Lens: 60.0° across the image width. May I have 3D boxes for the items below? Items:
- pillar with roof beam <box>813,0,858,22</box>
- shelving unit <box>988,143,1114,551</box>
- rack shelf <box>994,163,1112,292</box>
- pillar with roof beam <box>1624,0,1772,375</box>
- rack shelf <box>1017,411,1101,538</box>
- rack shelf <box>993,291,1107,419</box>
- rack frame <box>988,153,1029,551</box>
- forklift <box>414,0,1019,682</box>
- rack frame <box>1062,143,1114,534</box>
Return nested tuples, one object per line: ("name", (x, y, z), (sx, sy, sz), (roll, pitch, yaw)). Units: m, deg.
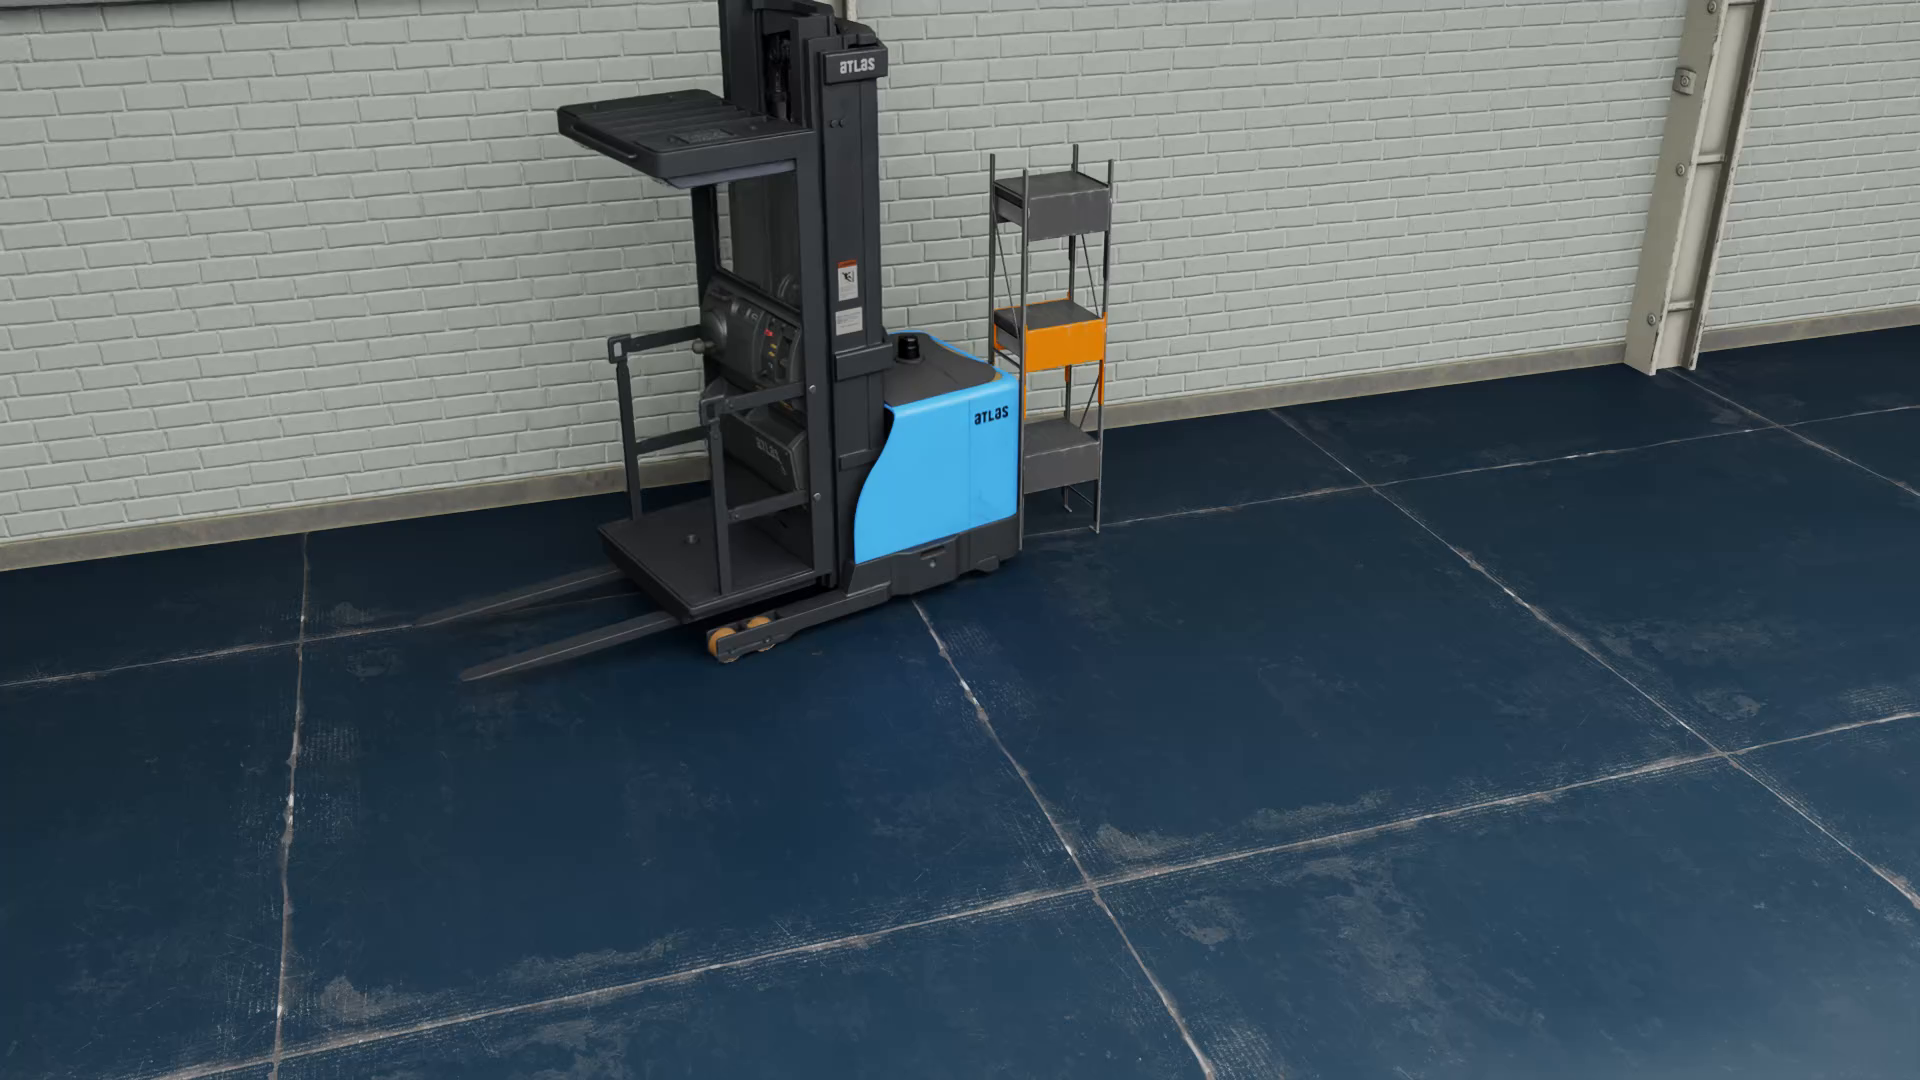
("pillar with roof beam", (0.556, -2.620, 4.407), (0.400, 9.000, 9.100), (-8, 28, -16))
("shelving unit", (0.466, -1.009, 8.922), (0.503, 2.100, 0.431), (-12, 29, -23))
("rack shelf", (0.466, -1.624, 8.616), (0.480, 0.518, 0.431), (-12, 29, -23))
("pillar with roof beam", (6.261, -3.446, 6.072), (0.400, 9.000, 9.100), (-8, 28, -16))
("rack shelf", (0.466, -0.370, 9.239), (0.480, 0.518, 0.431), (-12, 29, -23))
("rack shelf", (0.466, -0.997, 8.928), (0.480, 0.518, 0.431), (-12, 29, -23))
("rack frame", (0.246, -0.962, 8.827), (0.015, 2.100, 0.400), (-12, 29, -23))
("forklift", (-1.184, -0.985, 7.938), (3.031, 2.935, 1.130), (-17, 31, -31))
("rack frame", (0.686, -1.056, 9.016), (0.015, 2.100, 0.400), (-12, 29, -23))
